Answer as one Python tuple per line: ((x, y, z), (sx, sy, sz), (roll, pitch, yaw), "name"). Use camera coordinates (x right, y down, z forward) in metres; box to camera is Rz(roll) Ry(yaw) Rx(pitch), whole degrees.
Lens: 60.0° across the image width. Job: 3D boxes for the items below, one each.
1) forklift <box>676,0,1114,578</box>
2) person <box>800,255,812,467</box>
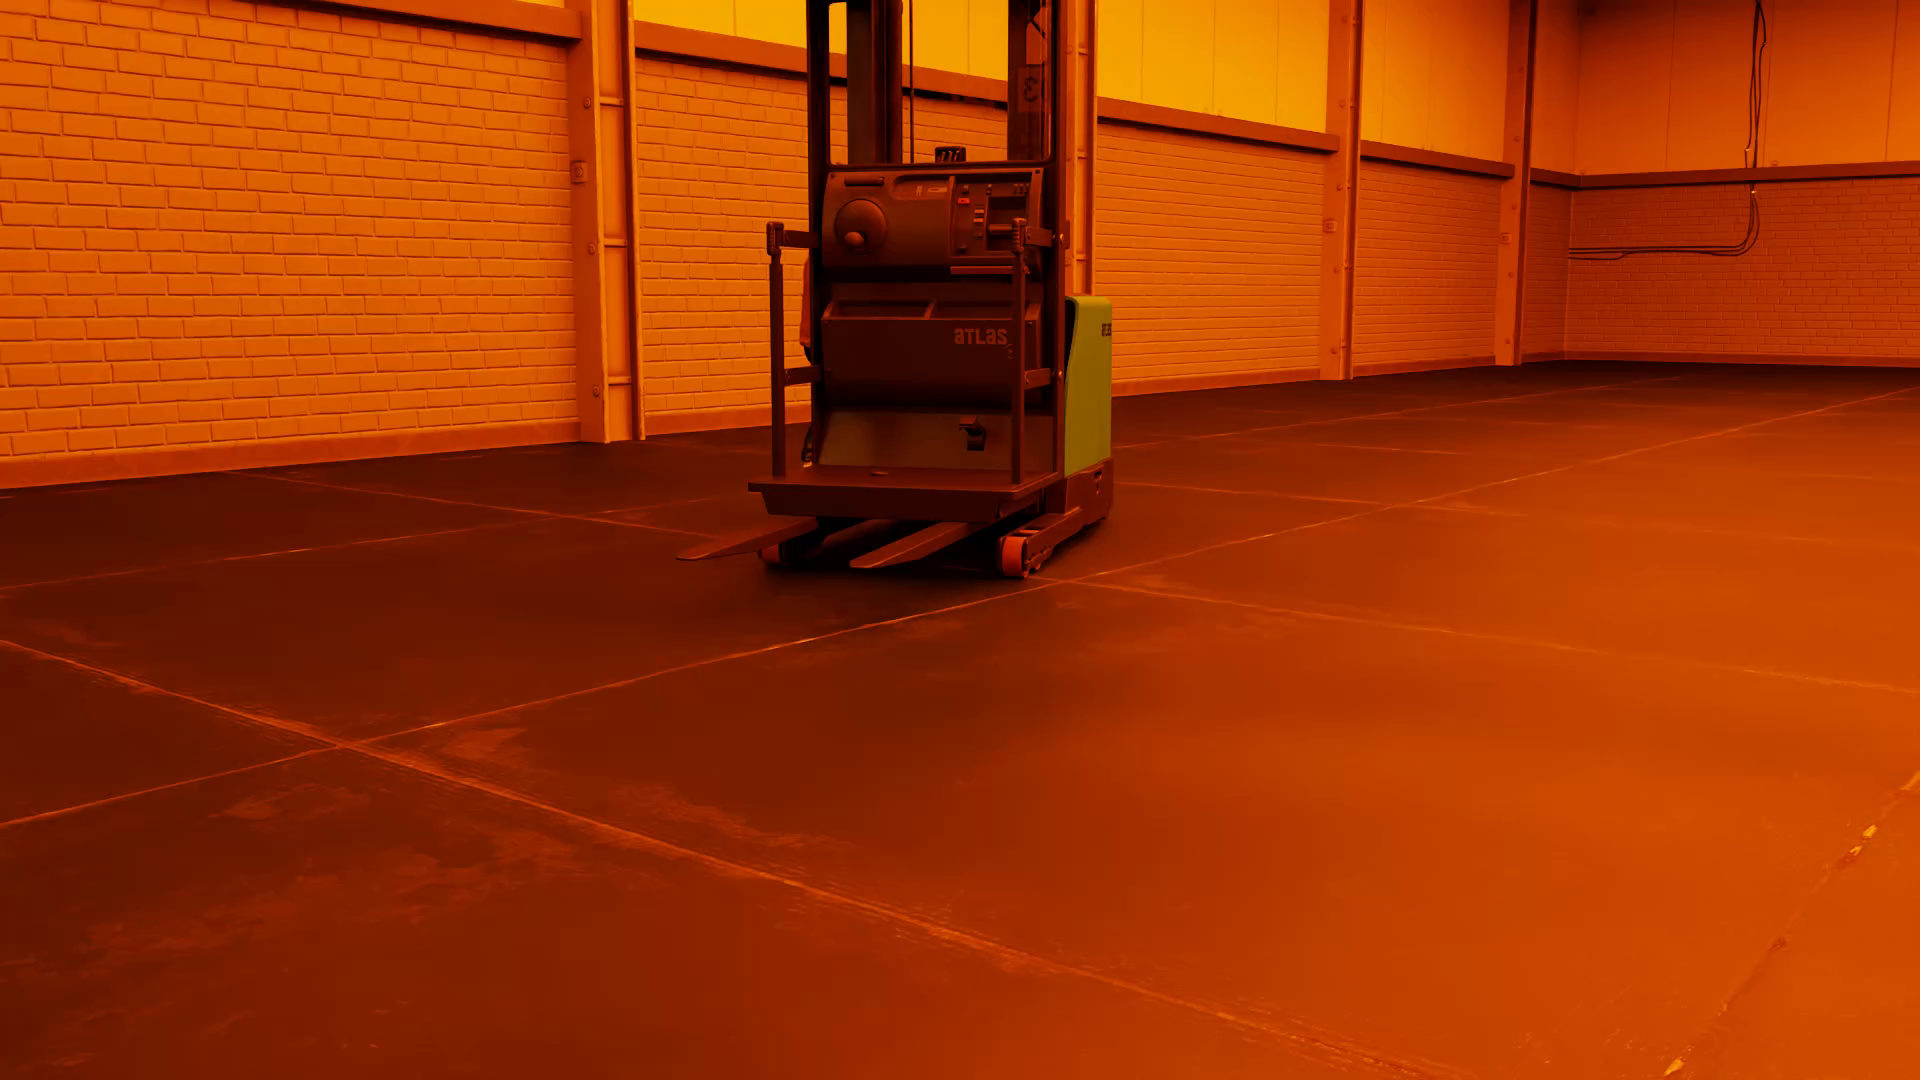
((-0.176, -1.366, 6.616), (1.130, 2.935, 3.031), (3, 9, 17), "forklift")
((-0.778, -1.202, 10.222), (0.447, 1.575, 0.608), (-4, 9, -26), "person")
